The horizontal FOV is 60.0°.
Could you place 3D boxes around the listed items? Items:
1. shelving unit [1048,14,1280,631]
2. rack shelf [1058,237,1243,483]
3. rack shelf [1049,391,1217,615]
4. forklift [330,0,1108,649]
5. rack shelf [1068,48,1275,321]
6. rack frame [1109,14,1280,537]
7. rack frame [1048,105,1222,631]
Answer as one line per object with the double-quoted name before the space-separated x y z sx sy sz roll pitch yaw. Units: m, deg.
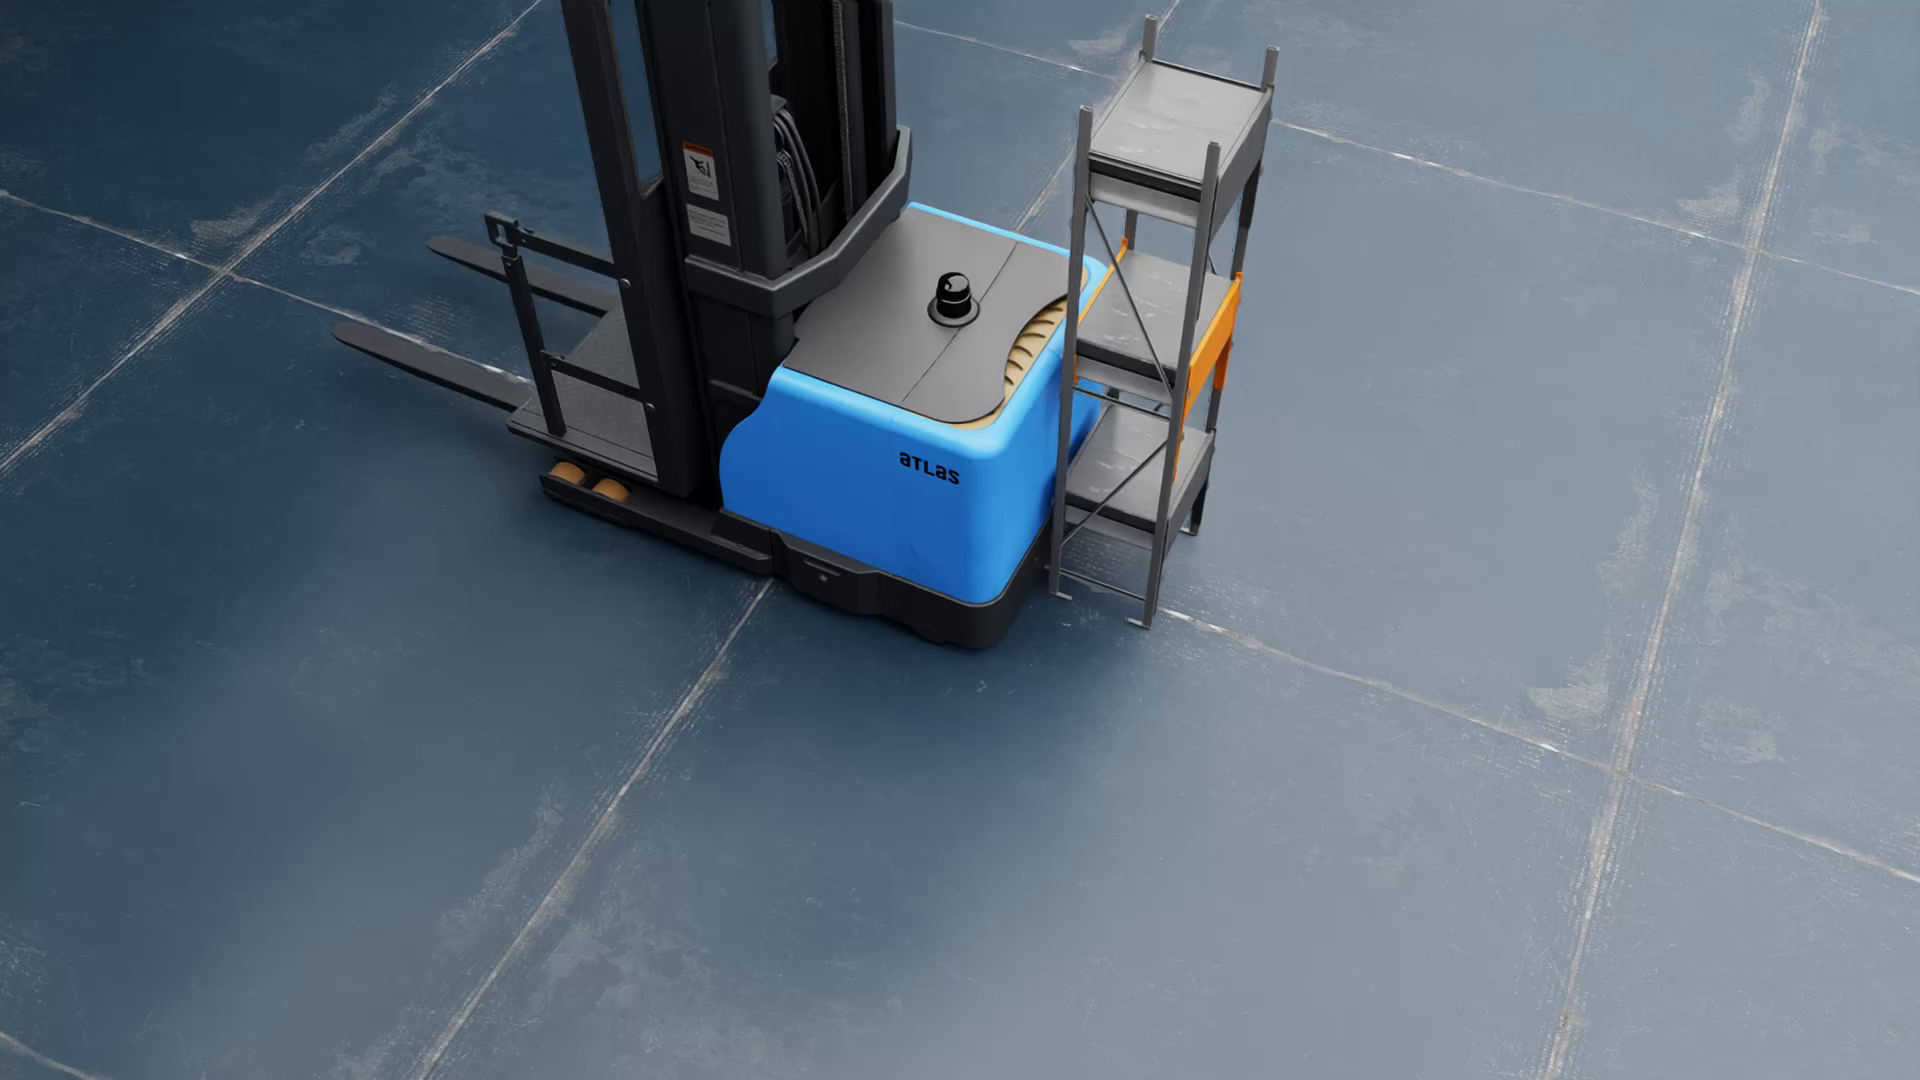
"shelving unit" 0.611 -0.593 5.376 0.431 2.100 0.503 20 52 16
"rack shelf" 0.611 -0.584 5.386 0.431 0.518 0.480 20 52 16
"rack shelf" 0.611 -0.130 5.919 0.431 0.518 0.480 20 52 16
"forklift" -1.022 -1.360 5.483 3.031 2.935 1.130 20 53 17
"rack shelf" 0.611 -1.038 4.853 0.431 0.518 0.480 20 52 16
"rack frame" 0.715 -0.761 5.519 0.400 2.100 0.015 20 52 16
"rack frame" 0.507 -0.425 5.233 0.400 2.100 0.015 20 52 16
